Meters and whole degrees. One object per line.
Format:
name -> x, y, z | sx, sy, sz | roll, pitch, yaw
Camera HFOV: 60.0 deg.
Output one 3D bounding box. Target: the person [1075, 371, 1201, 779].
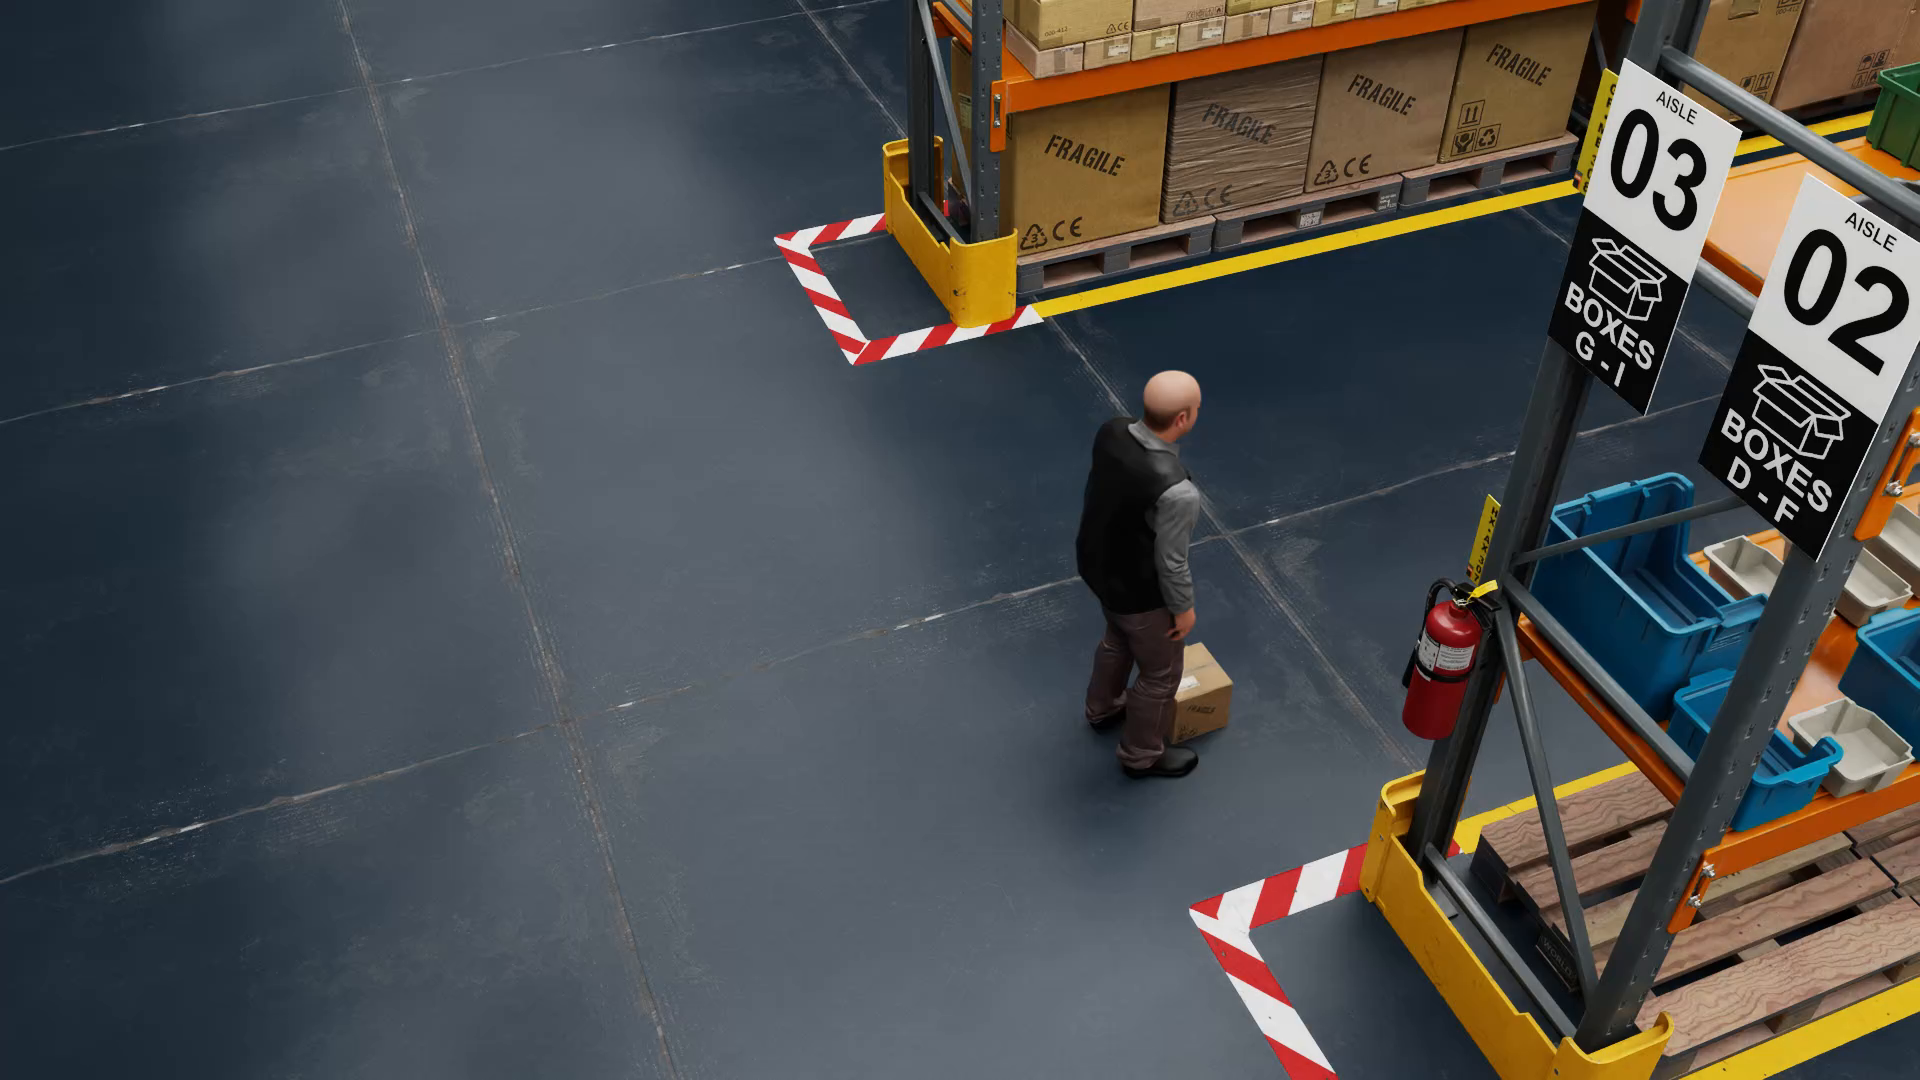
person -> 0.640, 0.134, 6.027 | 0.420, 1.719, 0.578 | -17, 44, -18
